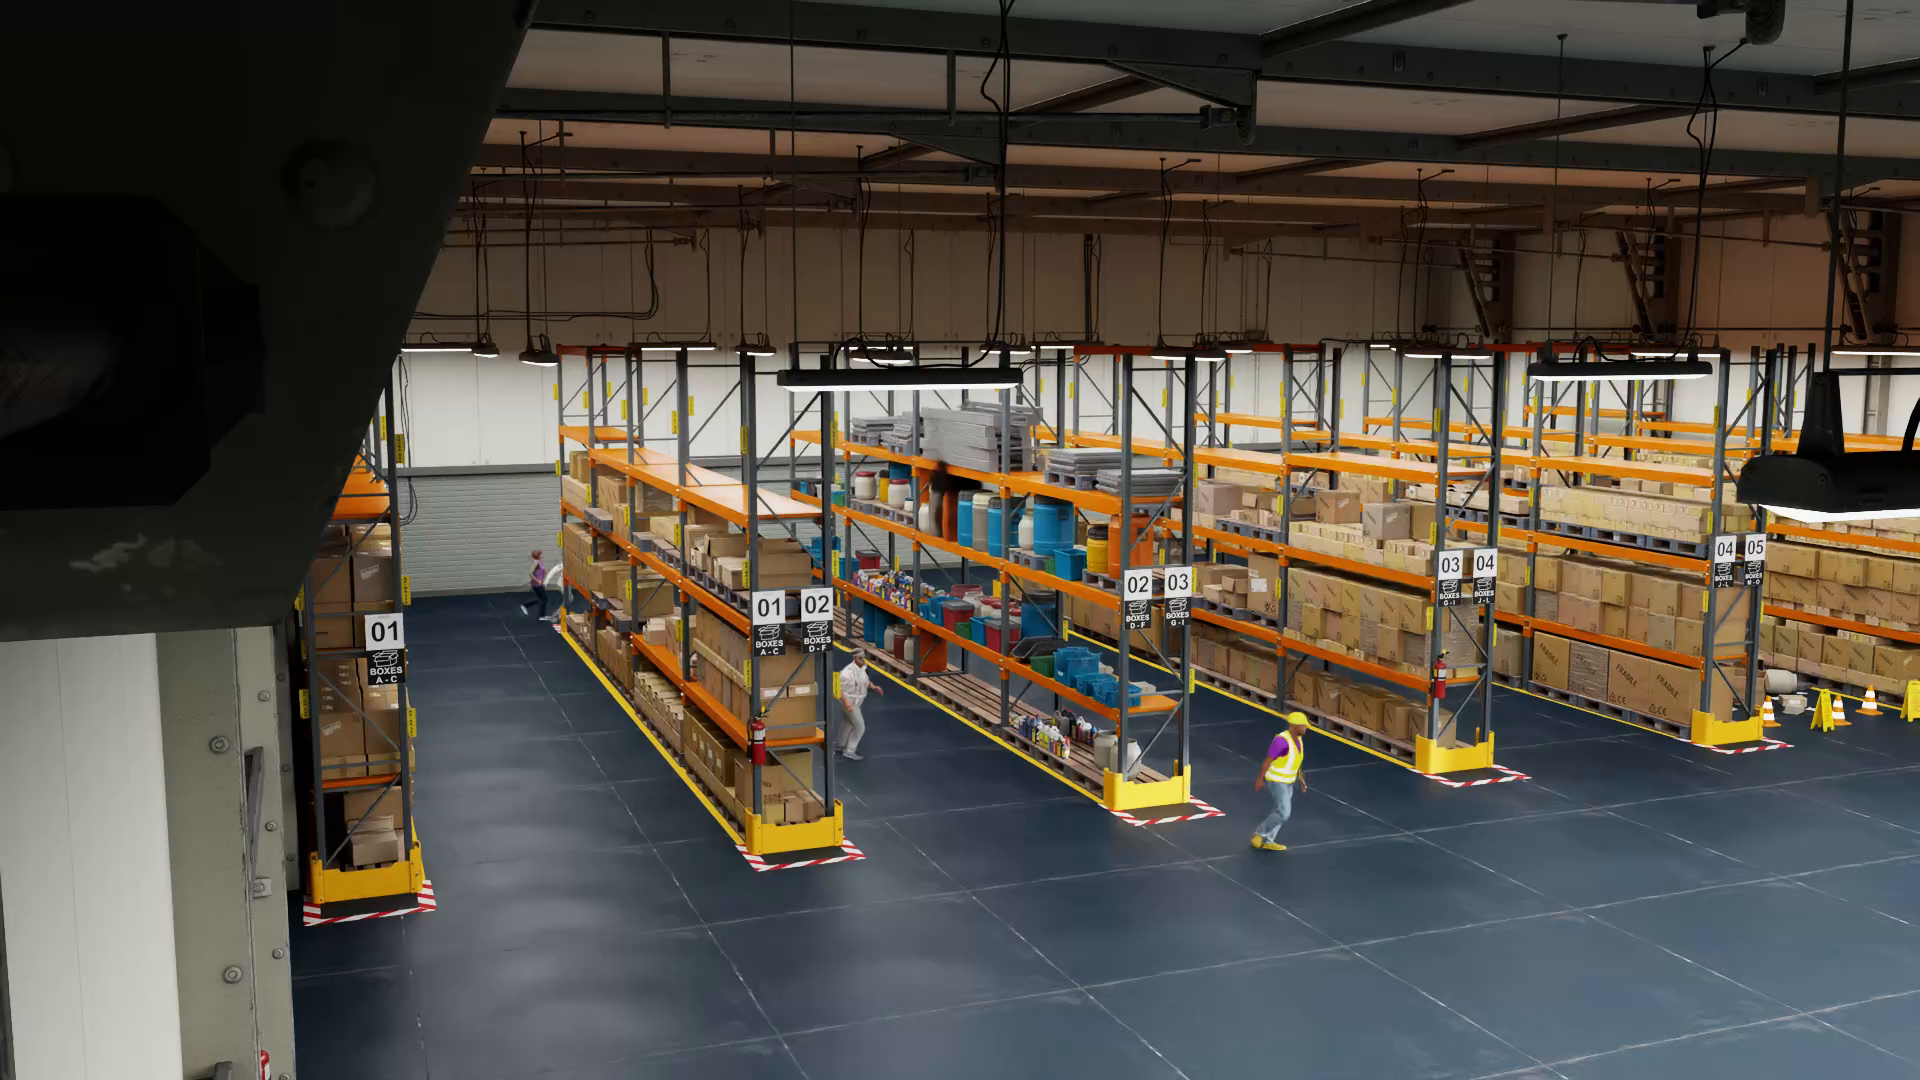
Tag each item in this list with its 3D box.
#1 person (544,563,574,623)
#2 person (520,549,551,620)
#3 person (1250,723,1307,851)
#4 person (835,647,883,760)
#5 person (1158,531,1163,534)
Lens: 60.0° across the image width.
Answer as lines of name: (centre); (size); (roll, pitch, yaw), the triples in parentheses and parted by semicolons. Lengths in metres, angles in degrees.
person: (-8.528, 1.023, 36.022); (0.730, 1.511, 0.764); (4, 8, 27)
person: (-9.204, 0.988, 36.070); (0.680, 1.541, 0.530); (-2, 7, -13)
person: (3.883, 2.962, 20.177); (0.543, 1.651, 0.716); (5, 9, 34)
person: (-1.540, 2.396, 24.631); (0.821, 1.710, 0.705); (2, 7, 14)
person: (4.632, 0.584, 39.120); (0.592, 1.670, 0.891); (-1, 7, -7)
